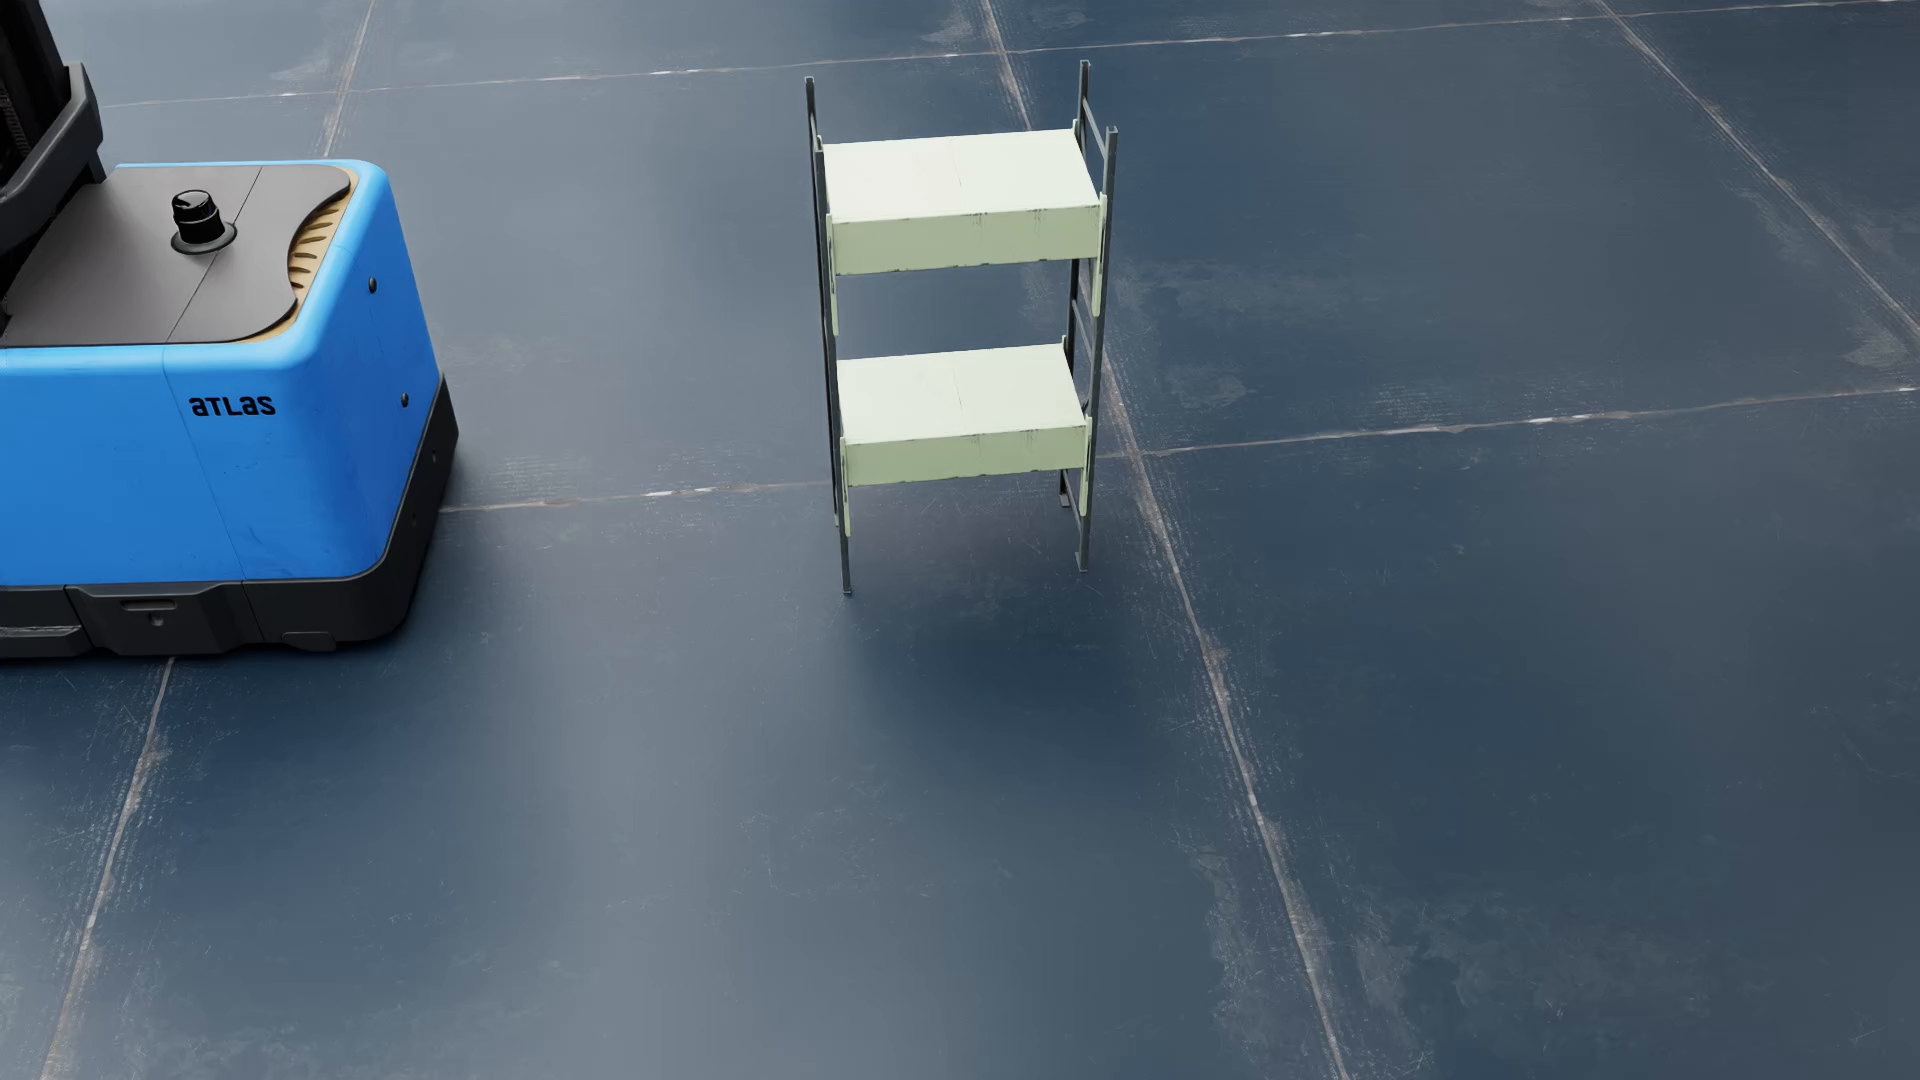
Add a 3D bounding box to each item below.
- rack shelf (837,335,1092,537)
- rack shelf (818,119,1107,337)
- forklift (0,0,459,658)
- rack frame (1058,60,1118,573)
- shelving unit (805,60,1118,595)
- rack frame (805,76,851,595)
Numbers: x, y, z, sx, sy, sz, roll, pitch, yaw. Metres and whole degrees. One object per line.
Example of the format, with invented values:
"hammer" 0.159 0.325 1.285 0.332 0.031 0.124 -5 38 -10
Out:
"rack shelf" -0.007 -0.314 4.965 0.720 0.370 0.431 -5 42 -6
"rack shelf" -0.007 -0.846 4.486 0.720 0.370 0.431 -5 42 -6
"forklift" -3.163 -1.059 4.235 3.031 2.935 1.130 -1 42 -2
"rack frame" 0.356 -0.588 4.782 0.023 1.500 0.400 -5 42 -6
"shelving unit" -0.007 -0.556 4.747 0.755 1.500 0.431 -5 42 -6
"rack frame" -0.370 -0.525 4.712 0.023 1.500 0.400 -5 42 -6
